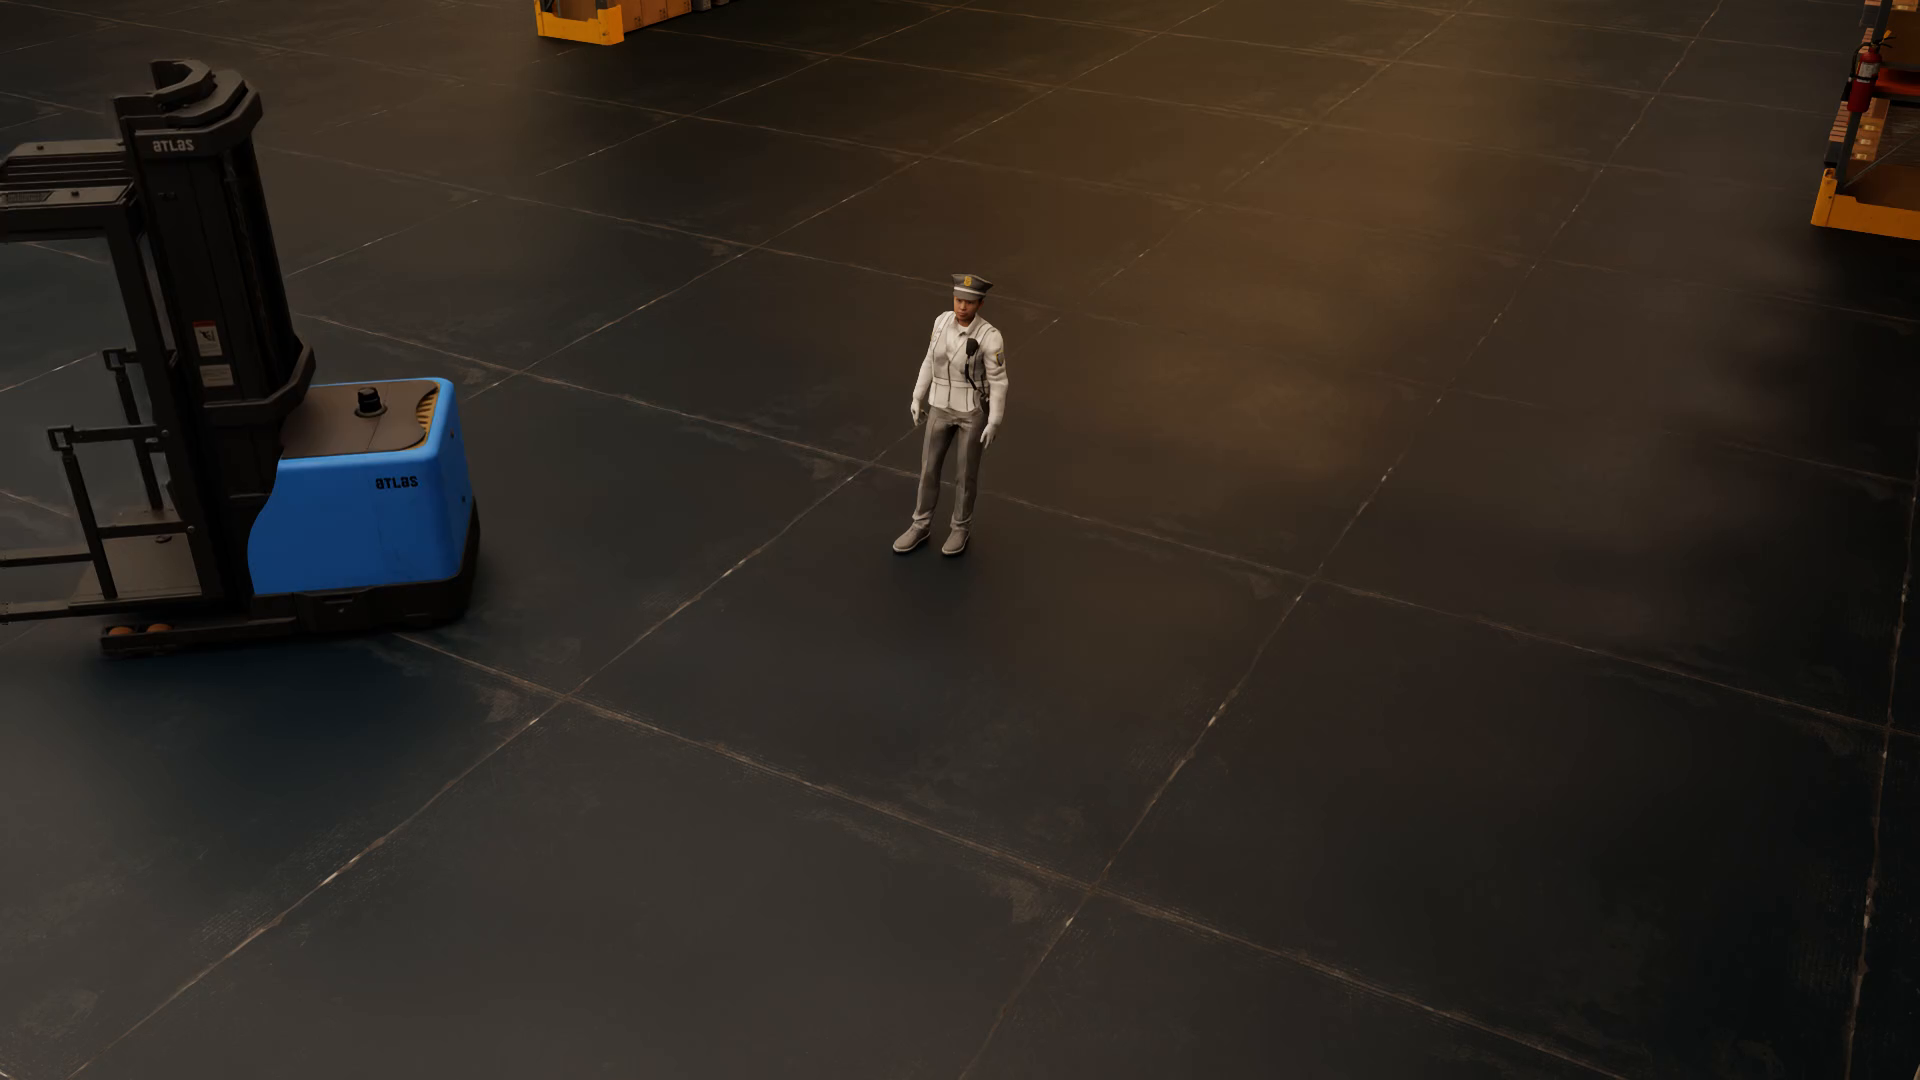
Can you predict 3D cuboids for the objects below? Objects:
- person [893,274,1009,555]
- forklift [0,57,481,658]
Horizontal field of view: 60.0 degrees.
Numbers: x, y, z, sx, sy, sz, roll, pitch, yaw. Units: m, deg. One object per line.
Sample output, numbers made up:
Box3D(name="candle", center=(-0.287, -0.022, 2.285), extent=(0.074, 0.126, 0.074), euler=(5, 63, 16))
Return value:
Box3D(name="person", center=(-0.040, -0.712, 9.527), extent=(0.586, 1.694, 0.530), euler=(15, 33, 25))
Box3D(name="forklift", center=(-4.291, -0.921, 8.666), extent=(3.031, 2.935, 1.130), euler=(-5, 30, -8))
